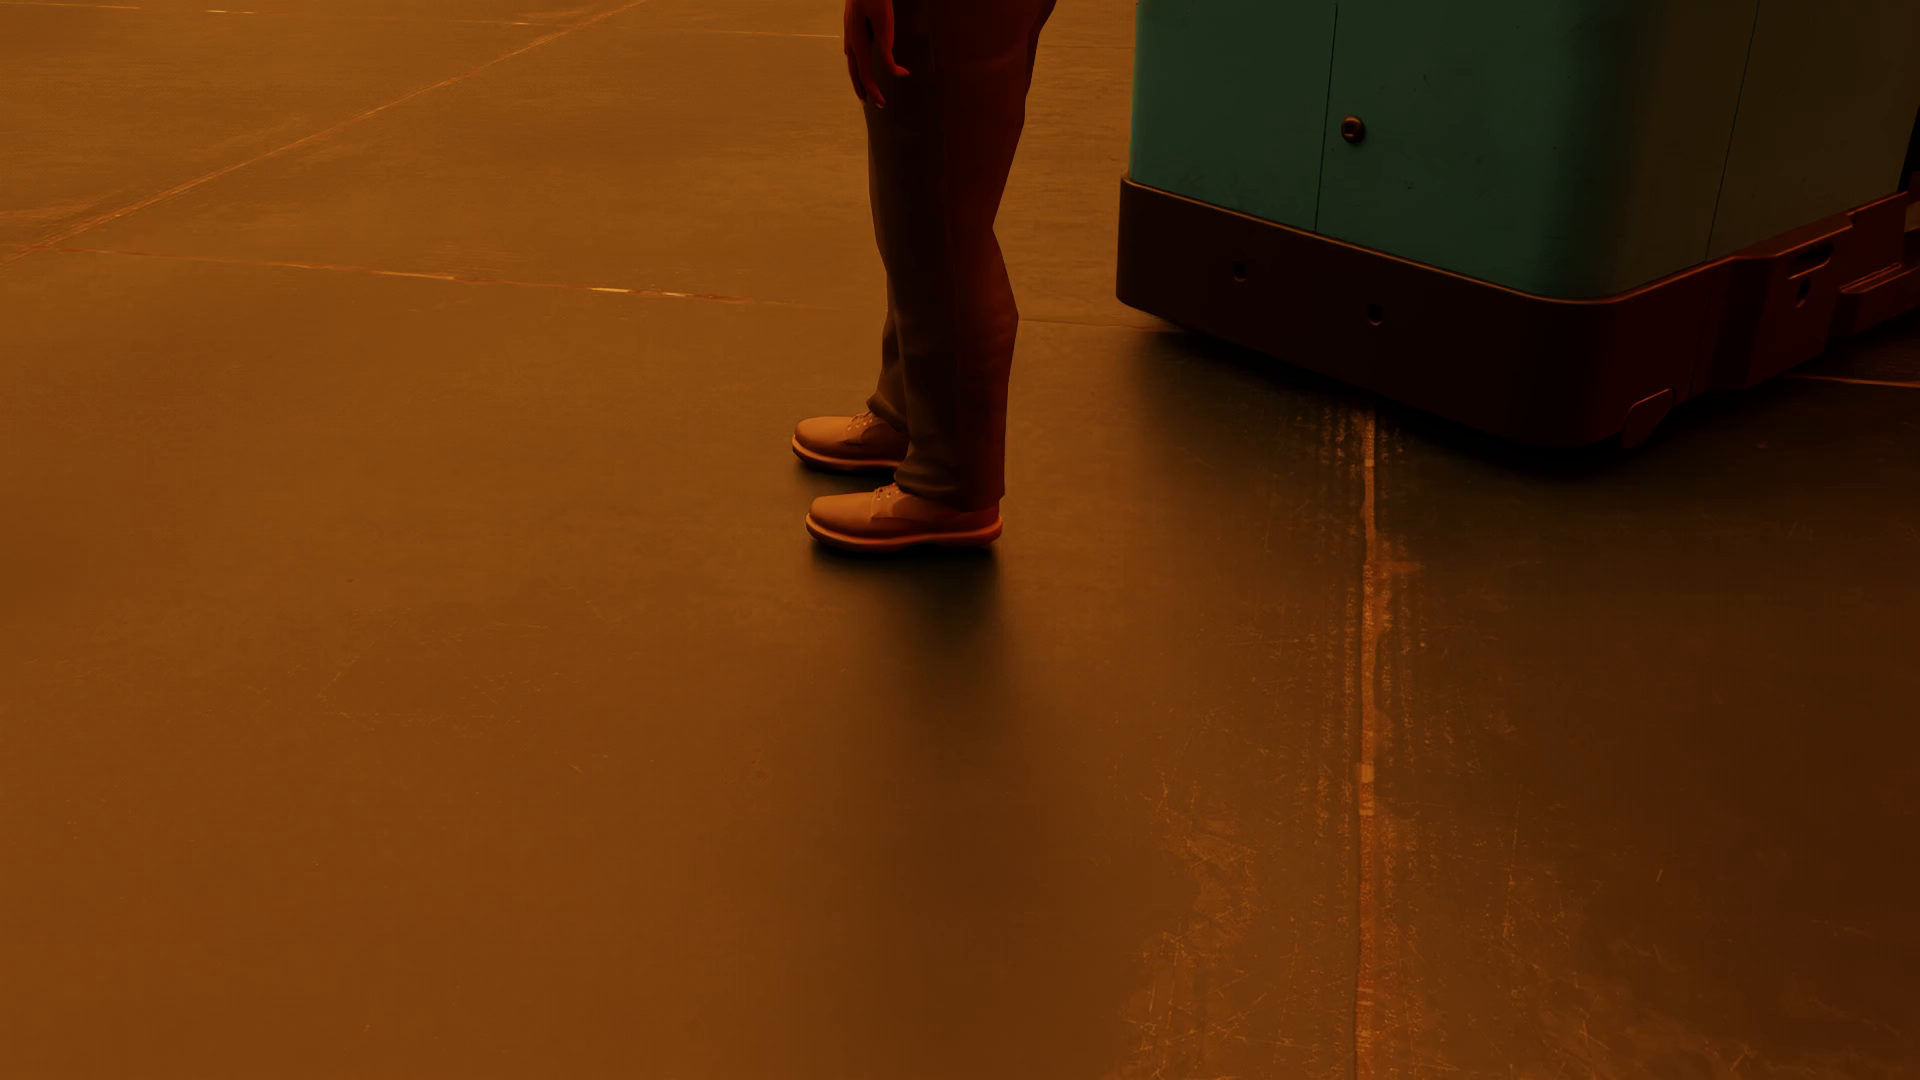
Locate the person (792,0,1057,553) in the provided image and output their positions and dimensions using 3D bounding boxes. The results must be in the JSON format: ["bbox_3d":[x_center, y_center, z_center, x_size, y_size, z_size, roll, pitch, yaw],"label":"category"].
[{"bbox_3d":[-0.081,-0.763,2.159,0.504,1.655,0.569,6,27,11],"label":"person"}]

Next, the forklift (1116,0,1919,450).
[{"bbox_3d":[1.767,-1.986,3.183,3.031,2.935,1.130,-20,33,-35],"label":"forklift"}]
